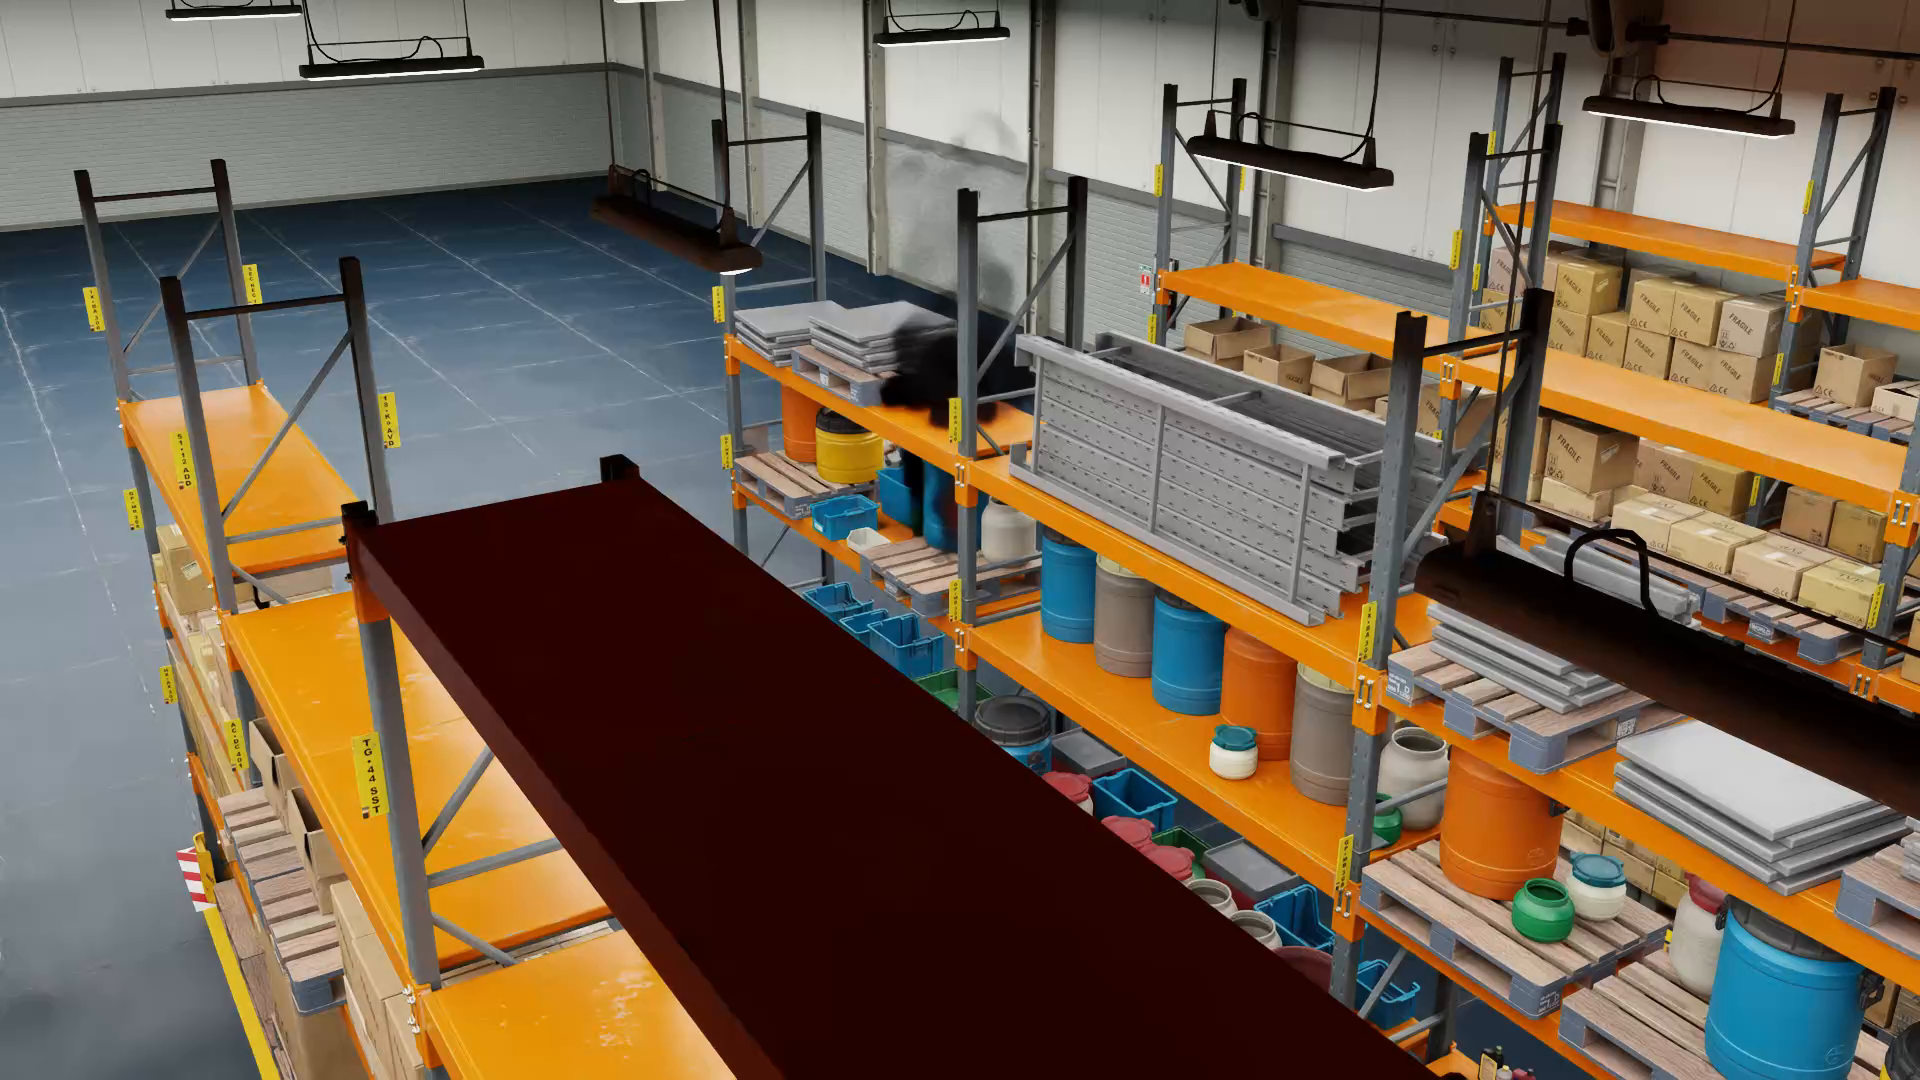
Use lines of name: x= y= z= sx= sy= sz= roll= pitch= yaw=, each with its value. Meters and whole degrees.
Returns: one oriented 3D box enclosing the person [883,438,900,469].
person: x=-0.916 y=-1.027 z=21.716 sx=0.705 sy=1.690 sz=0.585 roll=-3 pitch=22 yaw=-8
